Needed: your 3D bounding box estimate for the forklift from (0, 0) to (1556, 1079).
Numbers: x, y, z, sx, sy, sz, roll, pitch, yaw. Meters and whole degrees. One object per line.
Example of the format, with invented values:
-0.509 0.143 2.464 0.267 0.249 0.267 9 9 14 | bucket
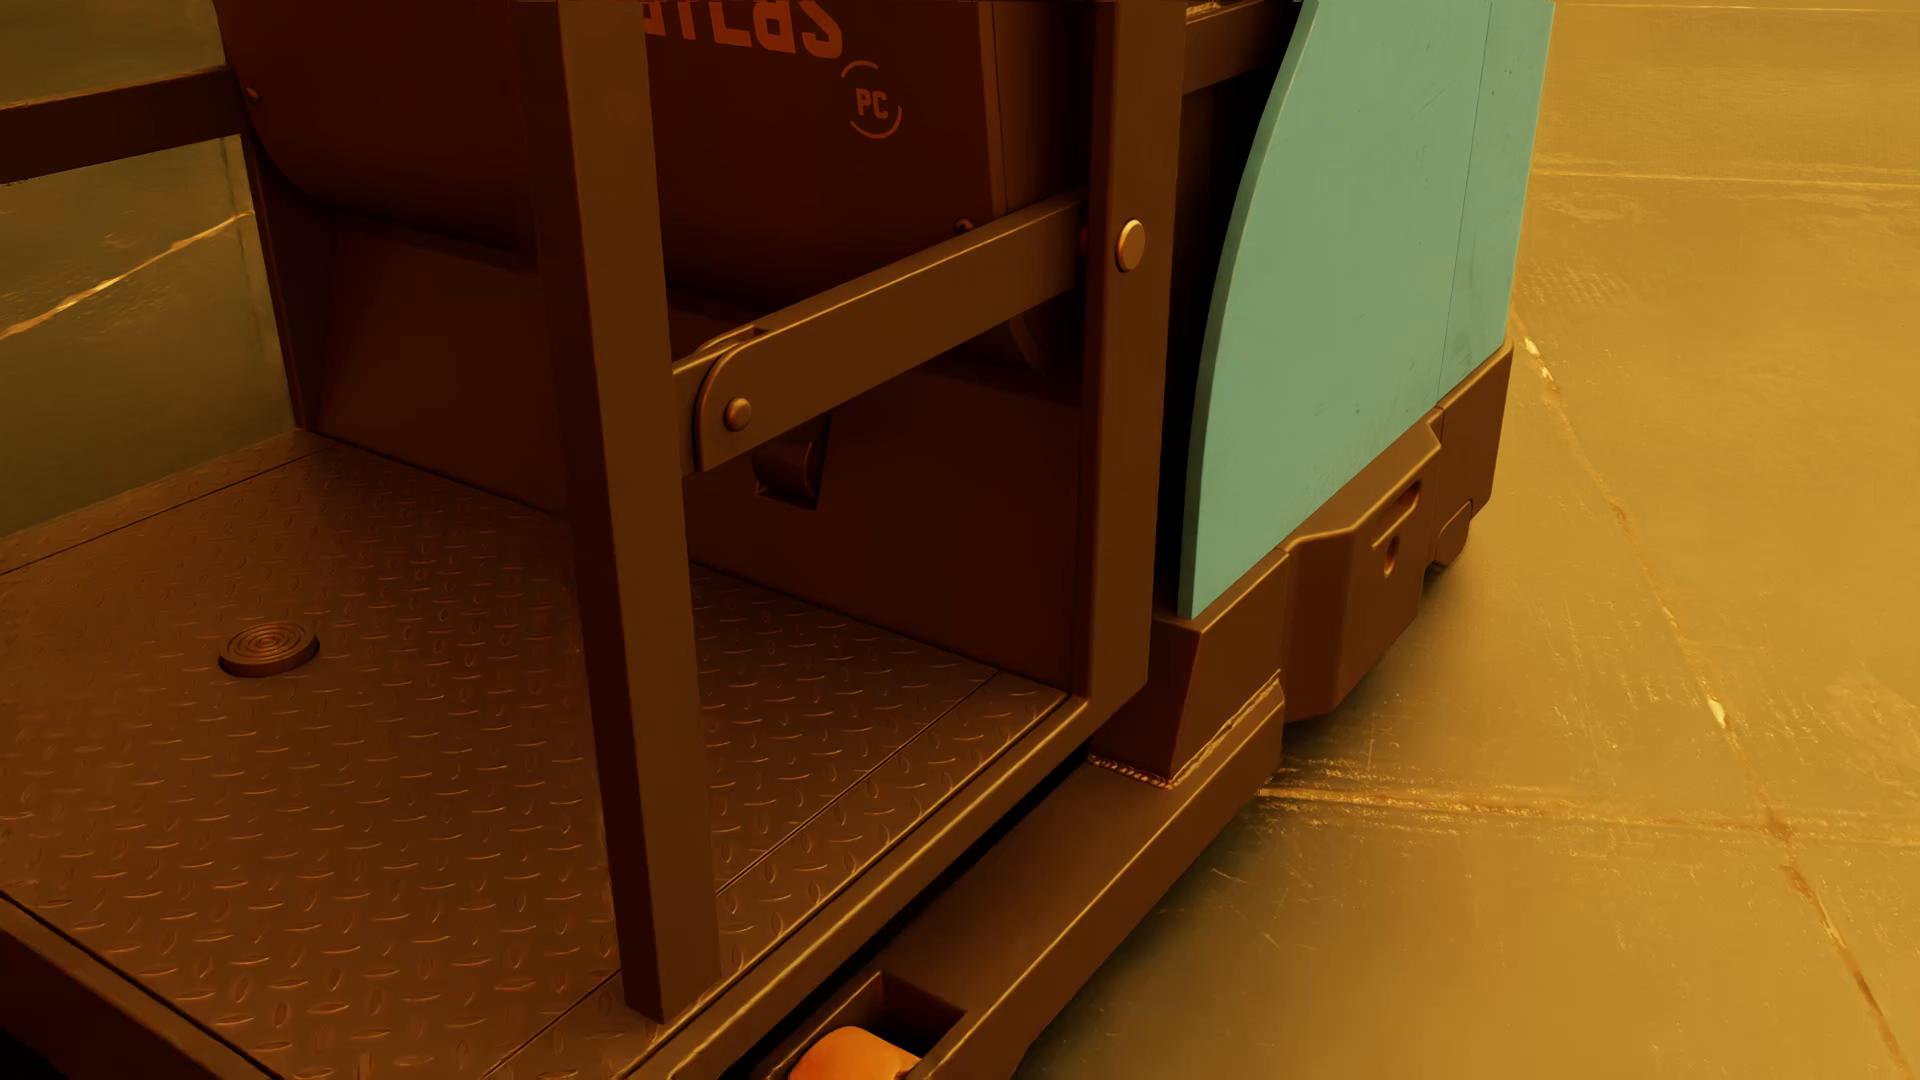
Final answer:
-0.449 -0.913 1.047 1.130 2.935 3.031 17 31 30 | forklift
